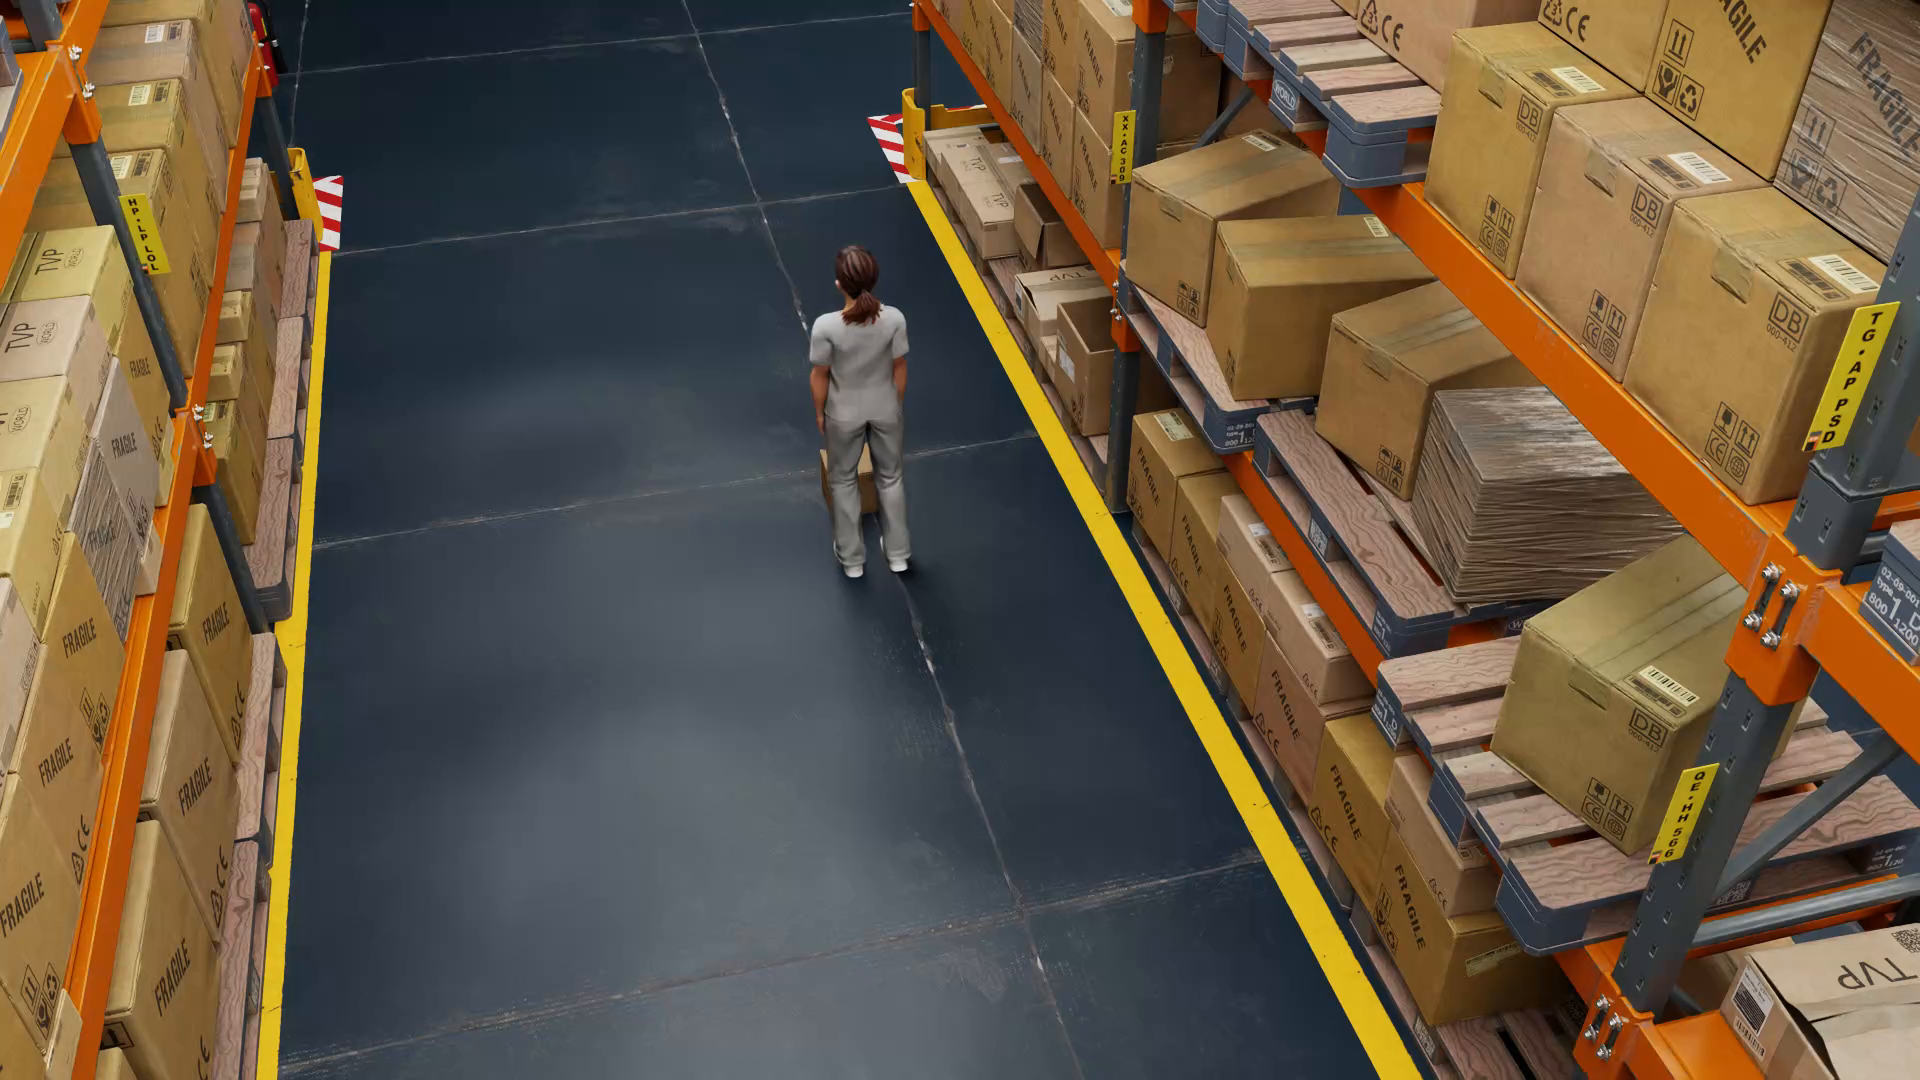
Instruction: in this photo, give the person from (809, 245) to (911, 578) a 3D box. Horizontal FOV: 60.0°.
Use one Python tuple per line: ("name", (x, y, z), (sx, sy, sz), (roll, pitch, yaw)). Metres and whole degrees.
("person", (-0.439, -0.550, 7.426), (0.437, 1.680, 0.361), (-9, 39, -11))
